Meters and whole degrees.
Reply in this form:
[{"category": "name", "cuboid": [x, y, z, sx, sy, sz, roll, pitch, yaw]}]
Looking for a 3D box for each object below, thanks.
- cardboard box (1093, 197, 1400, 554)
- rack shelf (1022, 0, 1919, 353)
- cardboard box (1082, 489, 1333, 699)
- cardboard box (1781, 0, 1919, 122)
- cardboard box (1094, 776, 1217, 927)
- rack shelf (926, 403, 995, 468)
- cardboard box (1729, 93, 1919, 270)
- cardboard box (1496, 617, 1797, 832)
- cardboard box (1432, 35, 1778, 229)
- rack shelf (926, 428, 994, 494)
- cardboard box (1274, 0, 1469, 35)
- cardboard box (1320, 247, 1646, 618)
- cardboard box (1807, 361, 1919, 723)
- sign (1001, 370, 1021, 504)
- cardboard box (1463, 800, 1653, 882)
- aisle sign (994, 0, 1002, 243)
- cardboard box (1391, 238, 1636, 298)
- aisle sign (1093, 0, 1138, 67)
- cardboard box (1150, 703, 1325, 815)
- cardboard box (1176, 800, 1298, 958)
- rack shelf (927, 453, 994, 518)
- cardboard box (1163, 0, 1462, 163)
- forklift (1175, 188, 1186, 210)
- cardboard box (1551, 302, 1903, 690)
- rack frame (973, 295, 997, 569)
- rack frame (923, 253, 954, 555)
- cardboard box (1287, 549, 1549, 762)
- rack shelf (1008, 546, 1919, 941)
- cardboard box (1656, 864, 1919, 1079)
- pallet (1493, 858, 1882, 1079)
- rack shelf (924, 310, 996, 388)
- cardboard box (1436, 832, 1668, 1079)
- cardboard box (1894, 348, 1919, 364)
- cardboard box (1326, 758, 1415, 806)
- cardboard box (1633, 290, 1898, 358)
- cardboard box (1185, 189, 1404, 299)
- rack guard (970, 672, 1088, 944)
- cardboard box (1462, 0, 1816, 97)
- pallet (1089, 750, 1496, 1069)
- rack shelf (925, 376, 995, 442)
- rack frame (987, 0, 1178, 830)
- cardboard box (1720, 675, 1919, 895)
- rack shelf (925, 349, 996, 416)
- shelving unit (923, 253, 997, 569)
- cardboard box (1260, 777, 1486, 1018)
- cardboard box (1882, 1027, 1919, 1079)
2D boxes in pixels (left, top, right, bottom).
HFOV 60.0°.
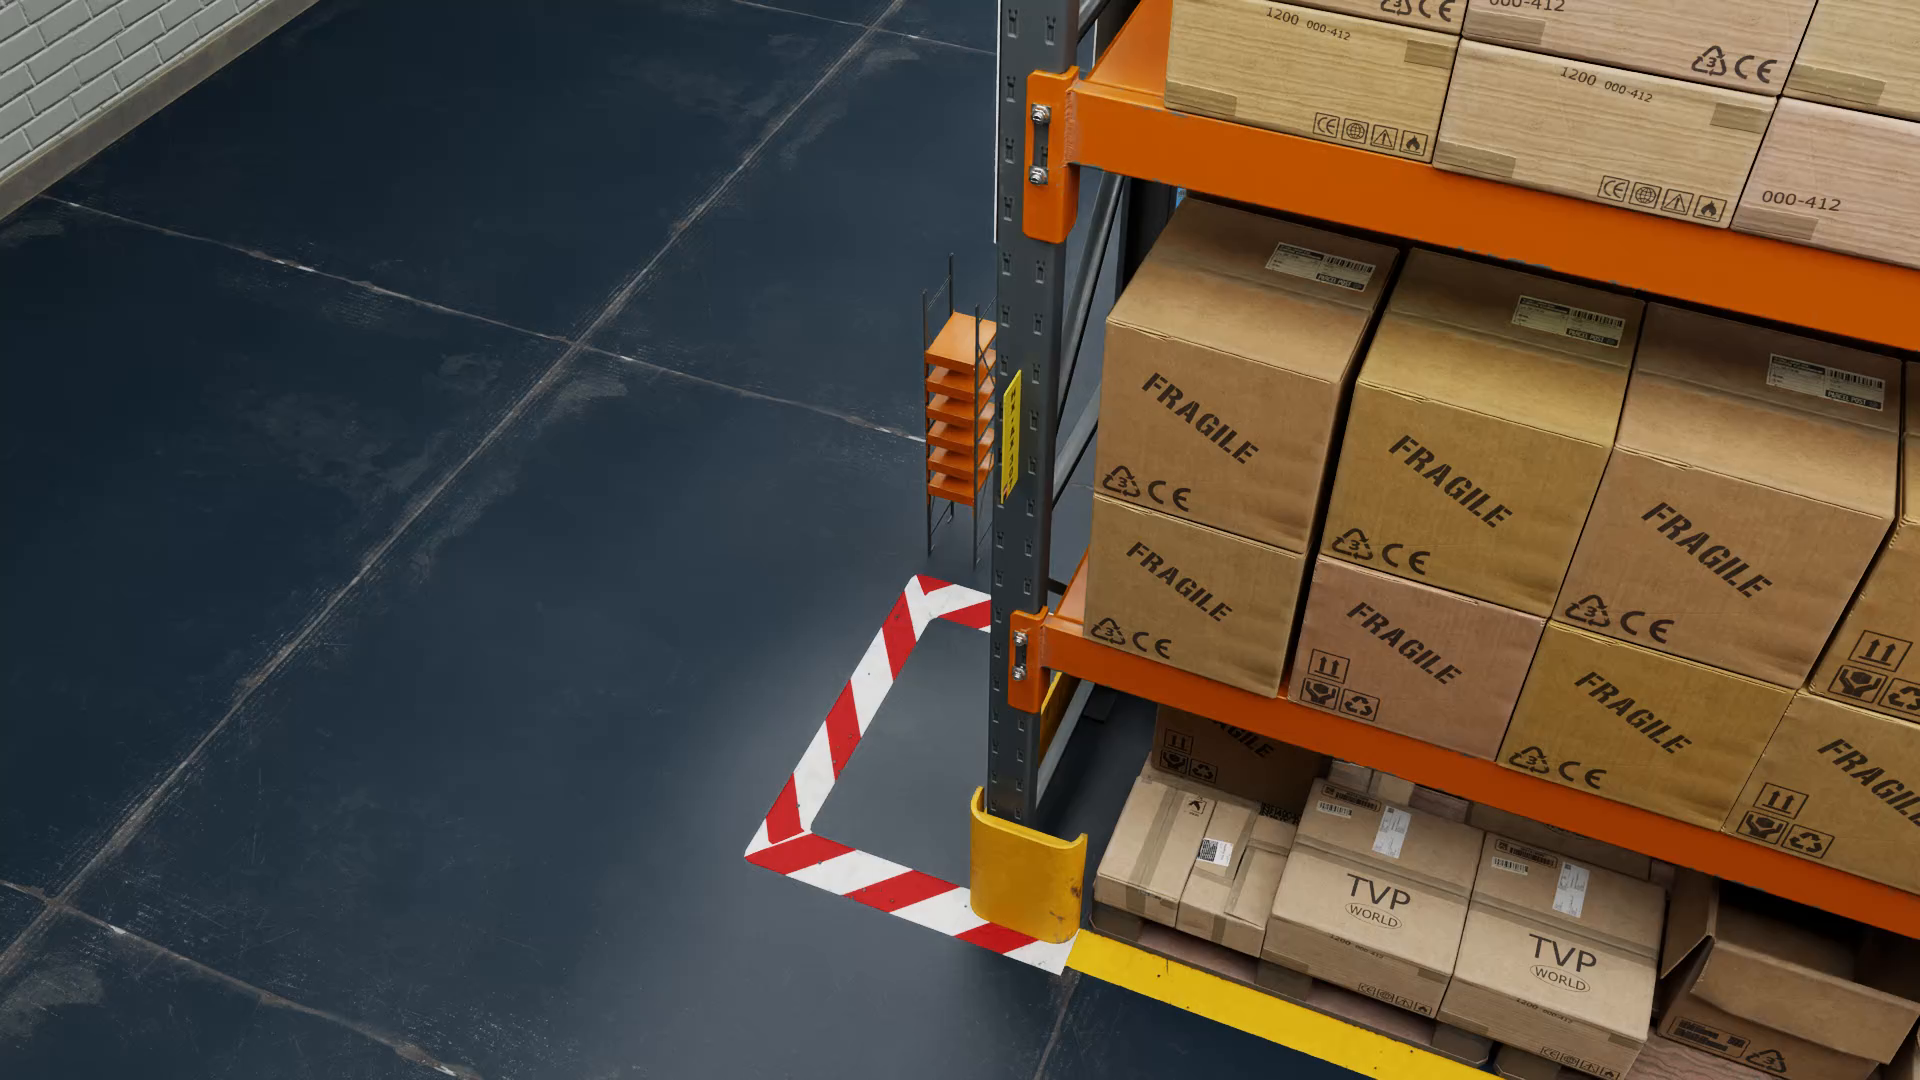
[{"category": "cardboard box", "cuboid": [0.633, -0.374, 3.719, 0.500, 0.500, 0.500, 18, 48, 17]}, {"category": "rack shelf", "cuboid": [2.170, -0.541, 3.051, 4.000, 0.370, 1.077, 16, 47, 16]}, {"category": "cardboard box", "cuboid": [0.633, -0.020, 4.072, 0.500, 0.500, 0.500, 17, 47, 17]}, {"category": "cardboard box", "cuboid": [1.621, -0.883, 2.636, 0.500, 0.250, 0.500, 16, 47, 16]}, {"category": "cardboard box", "cuboid": [0.579, 0.916, 4.912, 0.250, 0.149, 0.380, 16, 47, 16]}, {"category": "rack shelf", "cuboid": [0.013, -0.390, 5.854, 0.180, 0.103, 0.258, 16, 47, 16]}, {"category": "cardboard box", "cuboid": [1.619, -0.703, 2.809, 0.500, 0.250, 0.500, 16, 47, 16]}, {"category": "cardboard box", "cuboid": [1.573, 0.255, 3.796, 0.500, 0.500, 0.500, 16, 47, 16]}, {"category": "cardboard box", "cuboid": [1.157, -0.837, 2.944, 0.500, 0.250, 0.500, 16, 47, 16]}, {"category": "rack shelf", "cuboid": [0.013, -0.305, 5.939, 0.180, 0.103, 0.258, 16, 47, 16]}, {"category": "cardboard box", "cuboid": [0.698, -1.155, 2.909, 0.500, 0.250, 0.500, 16, 47, 16]}, {"category": "cardboard box", "cuboid": [1.118, -0.237, 3.582, 0.500, 0.500, 0.500, 17, 47, 16]}, {"category": "cardboard box", "cuboid": [2.047, 0.039, 3.304, 0.500, 0.500, 0.500, 16, 47, 15]}, {"category": "sign", "cuboid": [0.116, -0.230, 3.741, 0.005, 0.325, 0.100, 16, 47, 16]}, {"category": "cardboard box", "cuboid": [1.786, 0.807, 4.949, 0.500, 0.250, 0.500, 16, 47, 16]}, {"category": "aisle sign", "cuboid": [0.149, -1.025, 3.311, 0.004, 0.787, 0.394, 16, 47, 16]}, {"category": "cardboard box", "cuboid": [1.308, -0.588, 3.934, 0.500, 0.500, 0.500, 18, 47, 17]}, {"category": "aisle sign", "cuboid": [0.380, -1.416, 3.703, 0.004, 0.787, 0.394, 16, 47, 16]}, {"category": "cardboard box", "cuboid": [0.921, 0.441, 5.140, 0.500, 0.500, 0.500, 16, 47, 16]}, {"category": "cardboard box", "cuboid": [0.809, 0.977, 4.838, 0.250, 0.166, 0.380, 16, 47, 16]}, {"category": "rack shelf", "cuboid": [0.013, -0.220, 6.023, 0.180, 0.103, 0.258, 16, 47, 16]}, {"category": "cardboard box", "cuboid": [0.701, -0.981, 3.089, 0.500, 0.250, 0.500, 16, 47, 16]}, {"category": "forklift", "cuboid": [2.141, -1.134, 5.312, 3.031, 2.935, 1.130, 7, 45, 7]}, {"category": "cardboard box", "cuboid": [1.578, -0.098, 3.442, 0.500, 0.500, 0.500, 17, 47, 16]}, {"category": "rack frame", "cuboid": [0.098, -0.397, 5.798, 0.006, 1.200, 0.240, 16, 47, 16]}, {"category": "rack frame", "cuboid": [-0.071, -0.446, 5.848, 0.006, 1.200, 0.240, 16, 47, 16]}, {"category": "cardboard box", "cuboid": [1.111, 0.117, 3.935, 0.500, 0.500, 0.500, 16, 47, 15]}, {"category": "rack shelf", "cuboid": [2.170, 0.522, 4.109, 4.000, 0.370, 1.077, 16, 47, 16]}, {"category": "cardboard box", "cuboid": [2.280, 1.032, 4.544, 0.637, 0.503, 0.797, 16, 47, 16]}, {"category": "pallet", "cuboid": [2.253, 1.281, 4.813, 1.213, 0.211, 1.003, 16, 47, 16]}, {"category": "rack shelf", "cuboid": [0.013, -0.645, 5.600, 0.180, 0.103, 0.258, 16, 47, 16]}, {"category": "cardboard box", "cuboid": [1.640, 1.146, 4.609, 0.500, 0.250, 0.500, 16, 47, 16]}, {"category": "cardboard box", "cuboid": [2.262, -0.310, 3.655, 0.500, 0.500, 0.500, 18, 48, 17]}, {"category": "cardboard box", "cuboid": [1.260, 0.728, 5.088, 0.250, 0.166, 0.380, 16, 47, 16]}, {"category": "cardboard box", "cuboid": [1.788, -0.450, 3.796, 0.500, 0.500, 0.500, 18, 47, 17]}, {"category": "cardboard box", "cuboid": [0.841, -0.724, 4.071, 0.500, 0.500, 0.500, 16, 47, 15]}, {"category": "rack guard", "cuboid": [0.395, 0.631, 5.262, 0.348, 0.500, 1.175, 16, 47, 16]}, {"category": "cardboard box", "cuboid": [1.157, -1.014, 2.768, 0.500, 0.250, 0.500, 16, 47, 16]}, {"category": "pallet", "cuboid": [1.131, 0.949, 5.147, 1.213, 0.211, 1.003, 16, 47, 16]}, {"category": "rack shelf", "cuboid": [0.013, -0.475, 5.770, 0.180, 0.103, 0.258, 16, 47, 16]}, {"category": "rack frame", "cuboid": [0.325, -0.276, 4.401, 0.127, 3.000, 1.000, 16, 47, 16]}, {"category": "cardboard box", "cuboid": [2.034, 0.392, 3.658, 0.500, 0.500, 0.500, 17, 47, 16]}, {"category": "rack shelf", "cuboid": [0.013, -0.560, 5.685, 0.180, 0.103, 0.258, 16, 47, 16]}, {"category": "shelving unit", "cuboid": [0.013, -0.421, 5.823, 0.189, 1.200, 0.258, 16, 47, 16]}, {"category": "cardboard box", "cuboid": [1.179, 1.011, 4.745, 0.500, 0.250, 0.500, 16, 47, 16]}, {"category": "cardboard box", "cuboid": [2.689, 1.433, 4.277, 0.500, 0.311, 0.500, 16, 47, 16]}]
